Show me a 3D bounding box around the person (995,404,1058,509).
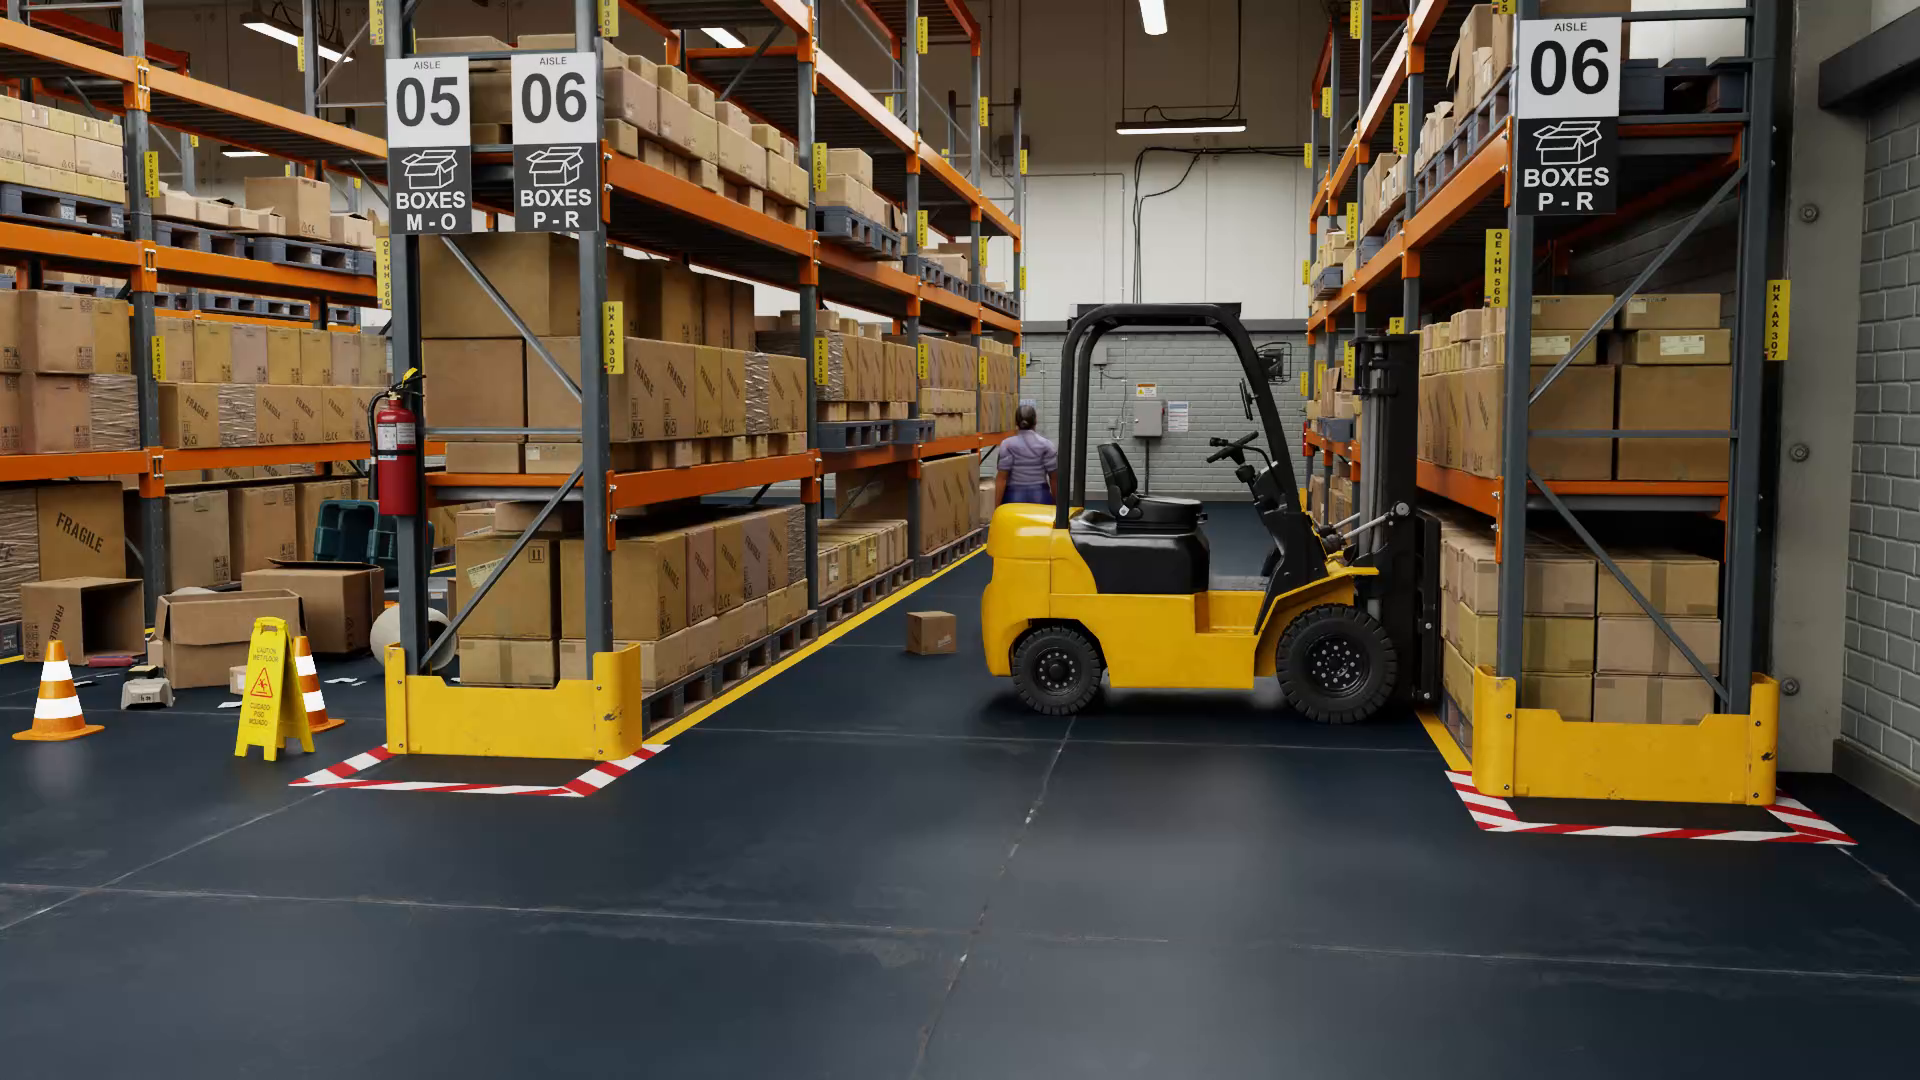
[{"bbox_3d":[0.536,-0.253,13.100,0.512,1.629,0.874,0,5,4],"label":"person"}]
